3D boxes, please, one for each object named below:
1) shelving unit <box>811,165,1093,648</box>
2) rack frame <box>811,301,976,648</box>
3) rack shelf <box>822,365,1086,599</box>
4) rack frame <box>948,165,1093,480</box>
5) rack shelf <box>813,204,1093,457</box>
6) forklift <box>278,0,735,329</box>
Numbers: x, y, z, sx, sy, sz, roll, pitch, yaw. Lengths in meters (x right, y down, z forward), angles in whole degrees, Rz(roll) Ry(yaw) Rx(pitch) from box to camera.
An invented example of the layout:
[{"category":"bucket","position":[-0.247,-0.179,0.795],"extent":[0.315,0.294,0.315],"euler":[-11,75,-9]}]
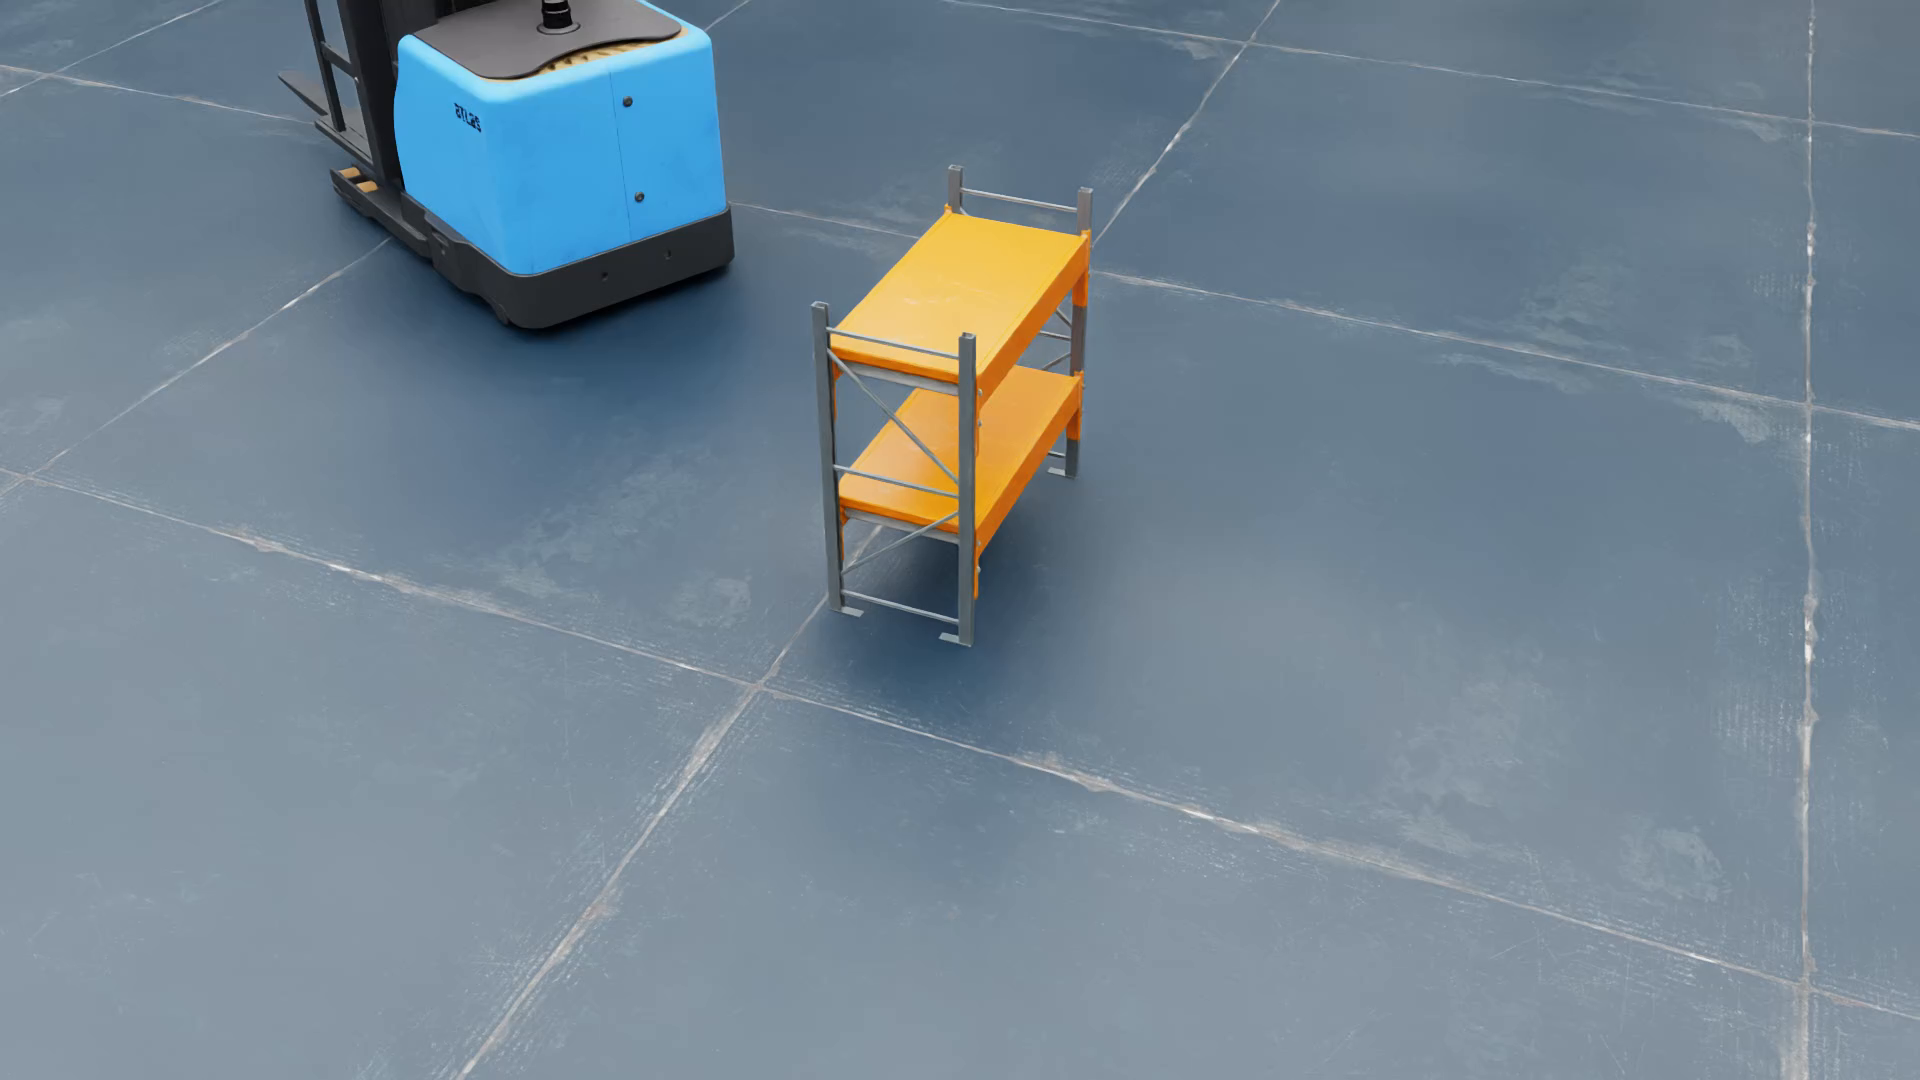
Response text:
[{"category":"shelving unit","position":[0.003,-0.454,5.418],"extent":[0.538,1.125,1.048],"euler":[14,39,18]},{"category":"rack frame","position":[-0.191,-0.173,5.042],"extent":[0.500,1.125,0.032],"euler":[14,39,18]},{"category":"rack shelf","position":[0.003,-0.258,5.565],"extent":[0.538,0.278,1.000],"euler":[14,39,18]},{"category":"rack frame","position":[0.196,-0.736,5.795],"extent":[0.500,1.125,0.032],"euler":[14,39,18]},{"category":"rack shelf","position":[0.003,-0.689,5.243],"extent":[0.538,0.278,1.000],"euler":[14,39,18]},{"category":"forklift","position":[-2.314,-2.849,7.113],"extent":[1.130,2.935,3.031],"euler":[-26,44,-31]}]
